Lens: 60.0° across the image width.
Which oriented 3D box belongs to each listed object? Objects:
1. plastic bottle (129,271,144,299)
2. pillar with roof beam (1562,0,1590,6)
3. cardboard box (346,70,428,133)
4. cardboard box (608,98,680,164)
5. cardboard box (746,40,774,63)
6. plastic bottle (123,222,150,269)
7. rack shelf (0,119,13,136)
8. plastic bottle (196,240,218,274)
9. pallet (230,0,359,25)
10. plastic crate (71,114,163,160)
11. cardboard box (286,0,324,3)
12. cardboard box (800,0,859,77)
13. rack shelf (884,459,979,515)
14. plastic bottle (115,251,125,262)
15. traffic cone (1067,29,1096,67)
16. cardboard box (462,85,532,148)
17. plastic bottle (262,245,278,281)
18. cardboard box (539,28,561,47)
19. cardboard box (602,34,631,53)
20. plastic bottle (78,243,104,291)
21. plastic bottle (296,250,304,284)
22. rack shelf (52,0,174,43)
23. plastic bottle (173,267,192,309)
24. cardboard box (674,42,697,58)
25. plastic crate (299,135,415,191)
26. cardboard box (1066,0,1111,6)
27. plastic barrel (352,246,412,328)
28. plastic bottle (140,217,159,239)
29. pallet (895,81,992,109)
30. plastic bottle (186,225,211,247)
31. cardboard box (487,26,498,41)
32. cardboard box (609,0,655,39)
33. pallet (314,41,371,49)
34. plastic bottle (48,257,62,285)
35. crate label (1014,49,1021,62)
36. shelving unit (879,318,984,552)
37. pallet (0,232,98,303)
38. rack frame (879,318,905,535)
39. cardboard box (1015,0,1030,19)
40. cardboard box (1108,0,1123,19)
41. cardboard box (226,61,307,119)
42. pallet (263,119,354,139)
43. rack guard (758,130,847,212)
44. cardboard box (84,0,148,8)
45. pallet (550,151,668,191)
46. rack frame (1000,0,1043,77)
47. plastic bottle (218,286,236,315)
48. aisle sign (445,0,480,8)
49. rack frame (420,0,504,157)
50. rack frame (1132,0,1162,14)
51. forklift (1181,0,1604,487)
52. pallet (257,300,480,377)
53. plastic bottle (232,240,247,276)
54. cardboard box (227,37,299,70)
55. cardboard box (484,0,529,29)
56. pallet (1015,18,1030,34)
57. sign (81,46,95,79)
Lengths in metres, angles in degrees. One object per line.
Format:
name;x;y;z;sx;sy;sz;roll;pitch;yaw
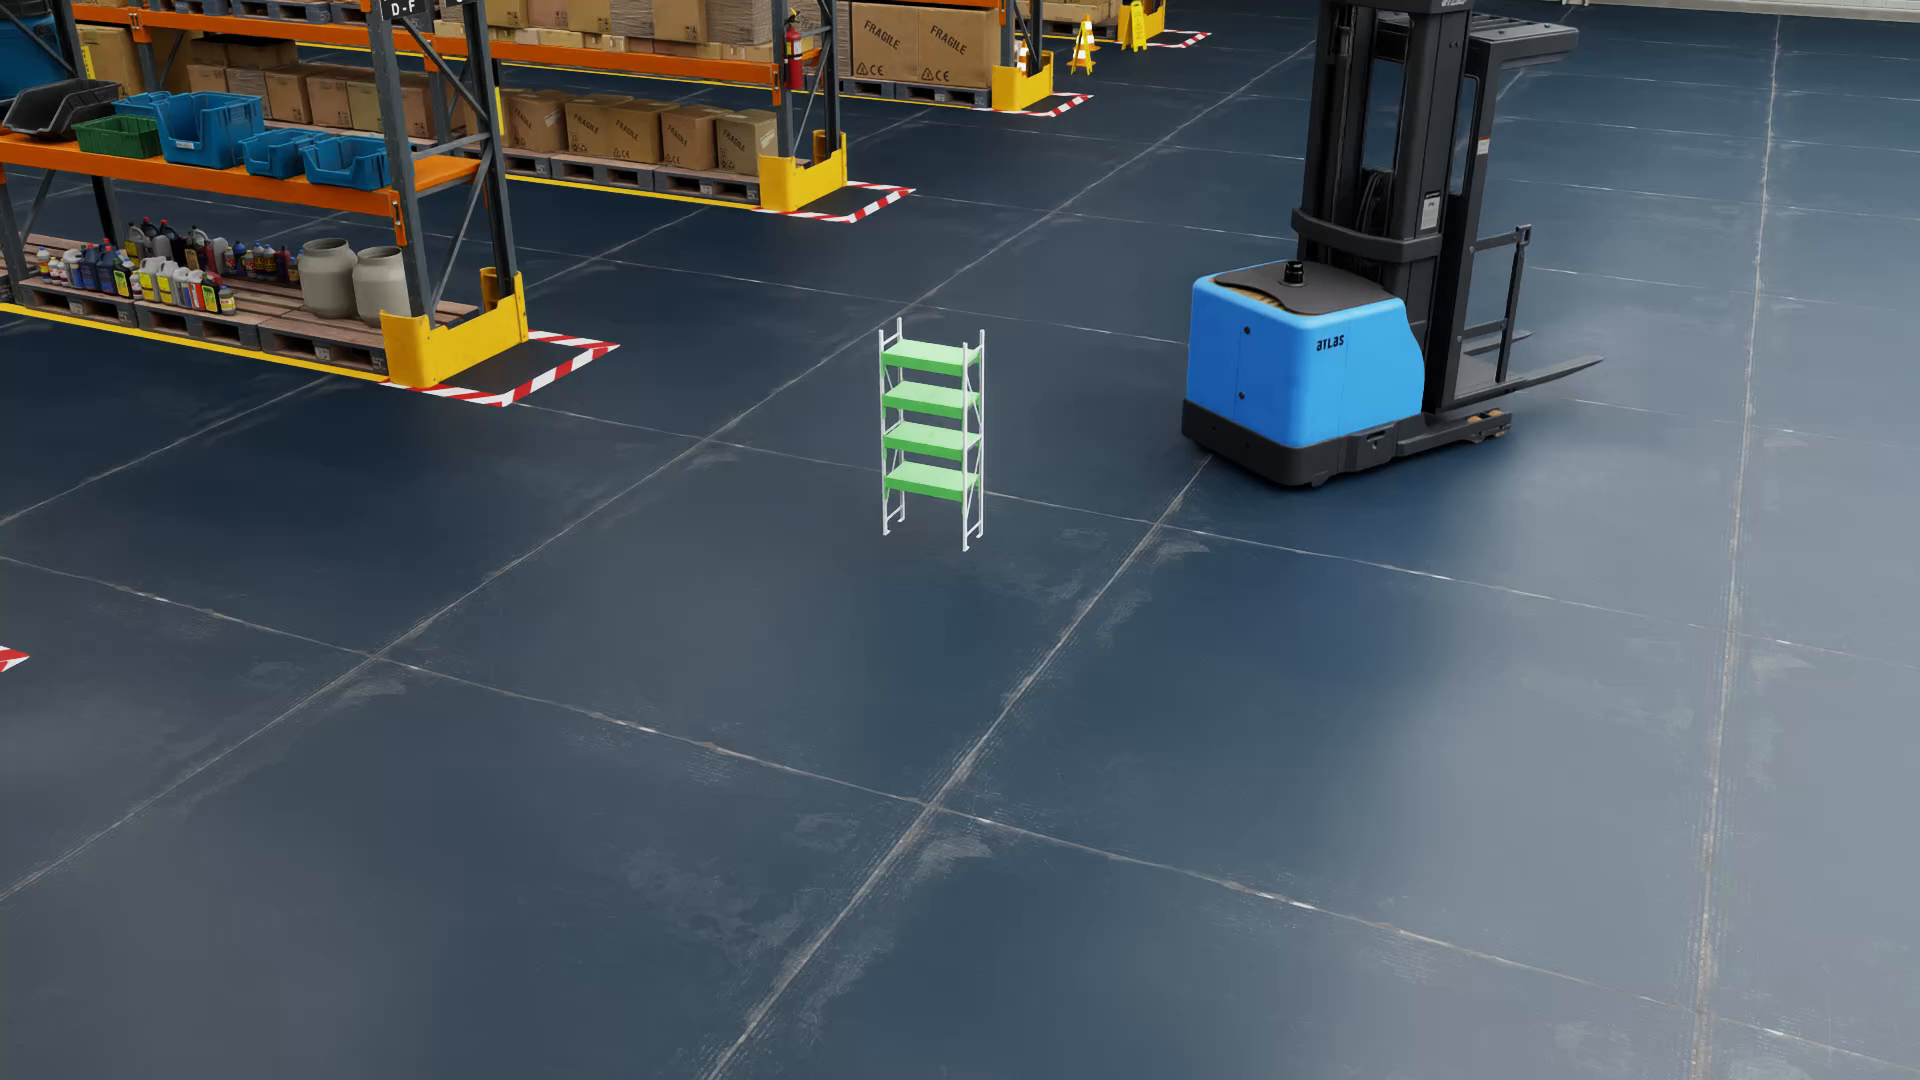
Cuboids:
plastic bottle;-6.125;-1.904;12.392;0.097;0.201;0.097;0;26;0
pillar with roof beam;8.156;-10.967;21.338;0.400;9.000;9.100;11;28;22
cardboard box;-6.034;-4.656;17.642;0.500;0.500;0.700;11;28;21
cardboard box;-3.098;-4.038;16.411;0.500;0.500;0.500;14;30;27
cardboard box;-1.761;-4.489;15.257;0.250;0.149;0.380;11;28;22
plastic bottle;-6.462;-2.322;13.071;0.185;0.351;0.144;11;28;22
rack shelf;-8.929;-3.416;13.606;4.000;0.370;1.077;11;28;22
plastic bottle;-5.831;-2.181;12.861;0.133;0.283;0.061;11;28;22
pallet;-6.880;-5.664;17.575;1.213;0.211;1.003;11;28;22
plastic crate;-5.989;-2.916;12.016;0.662;0.188;0.450;11;28;22
cardboard box;-6.674;-5.879;17.202;0.637;0.503;0.797;15;30;27
cardboard box;-1.547;-6.269;20.517;0.875;0.875;0.875;12;28;22
rack shelf;-0.151;-0.296;9.181;0.480;0.148;0.258;11;28;22
plastic bottle;-6.363;-2.054;12.616;0.097;0.271;0.097;0;26;0
traffic cone;1.610;-6.531;21.991;0.334;0.463;0.336;11;28;22
cardboard box;-4.710;-4.342;17.027;0.500;0.500;0.500;10;28;20
plastic bottle;-5.300;-2.134;12.779;0.097;0.271;0.097;0;26;0
cardboard box;-3.838;-4.873;16.035;0.250;0.149;0.380;11;28;22
cardboard box;-3.170;-4.721;15.728;0.250;0.149;0.380;11;28;22
plastic bottle;-6.545;-2.067;12.553;0.185;0.351;0.144;12;29;23
plastic bottle;-4.988;-2.071;12.652;0.097;0.271;0.097;0;26;0
rack shelf;-10.520;-6.138;19.136;4.000;0.370;1.077;11;28;22
plastic bottle;-5.664;-1.859;12.215;0.135;0.276;0.152;11;28;20
cardboard box;-2.459;-4.612;15.506;0.250;0.149;0.380;11;28;22
plastic crate;-4.046;-2.546;11.193;0.616;0.251;0.499;11;28;22
cardboard box;1.848;-7.950;23.791;0.500;0.500;0.500;12;28;22
plastic barrel;-4.097;-1.803;11.857;0.421;0.512;0.421;0;26;0
plastic bottle;-6.402;-2.380;13.188;0.185;0.351;0.144;11;28;20
pallet;-0.032;-5.472;20.126;1.213;0.211;1.003;11;28;22
plastic bottle;-5.934;-2.286;12.997;0.185;0.351;0.144;11;28;21
cardboard box;-4.525;-5.006;16.306;0.250;0.149;0.380;11;28;22
cardboard box;-2.848;-5.075;15.711;0.500;0.500;0.875;11;28;22
pallet;-8.371;-7.187;23.610;1.213;0.211;1.003;11;28;22
plastic bottle;-6.907;-2.061;12.711;0.097;0.201;0.097;0;26;0
crate label;0.869;-6.503;22.304;0.298;0.136;0.250;-2;26;-5
shelving unit;-0.151;-0.569;9.046;0.503;1.200;0.258;11;28;22
pallet;-7.839;-2.250;13.580;1.213;0.211;1.003;11;28;22
rack frame;-0.373;-0.613;9.137;0.015;1.200;0.240;11;28;22
cardboard box;0.892;-7.803;24.341;0.500;0.250;0.500;10;28;20
cardboard box;2.066;-7.831;24.397;0.500;0.250;0.500;11;28;21
cardboard box;-7.571;-4.961;18.262;0.500;0.500;0.700;9;28;18
pallet;-6.882;-4.477;18.105;1.213;0.211;1.003;11;28;22
rack guard;-1.486;-3.525;15.844;0.348;0.500;1.175;11;28;22
cardboard box;-9.251;-6.131;18.194;0.500;0.500;0.500;12;29;23
pallet;-3.317;-3.782;16.693;1.213;0.211;1.003;11;28;22
rack frame;0.729;-6.609;19.277;0.127;3.000;1.000;11;28;22
plastic bottle;-5.320;-1.743;12.064;0.097;0.201;0.097;0;26;0
aisle sign;-3.280;-3.912;10.857;0.004;0.787;0.394;11;28;22
rack frame;-5.058;-5.364;16.749;0.127;3.000;1.000;11;28;22
rack frame;2.686;-8.617;23.357;0.127;3.000;1.000;11;28;22
forklift;2.906;-2.106;10.209;3.031;2.935;1.130;-16;30;-29
pallet;-4.293;-1.536;12.131;1.213;0.211;1.003;11;28;22
plastic bottle;-5.576;-2.189;12.892;0.097;0.271;0.097;0;26;0
cardboard box;-7.590;-5.304;18.111;0.500;0.250;0.500;15;30;28
cardboard box;-4.233;-5.330;16.229;0.500;0.500;0.875;11;28;22
pallet;0.785;-7.767;24.786;1.213;0.211;1.003;11;28;22
sign;-6.870;-3.716;13.088;0.005;0.325;0.100;11;28;22
